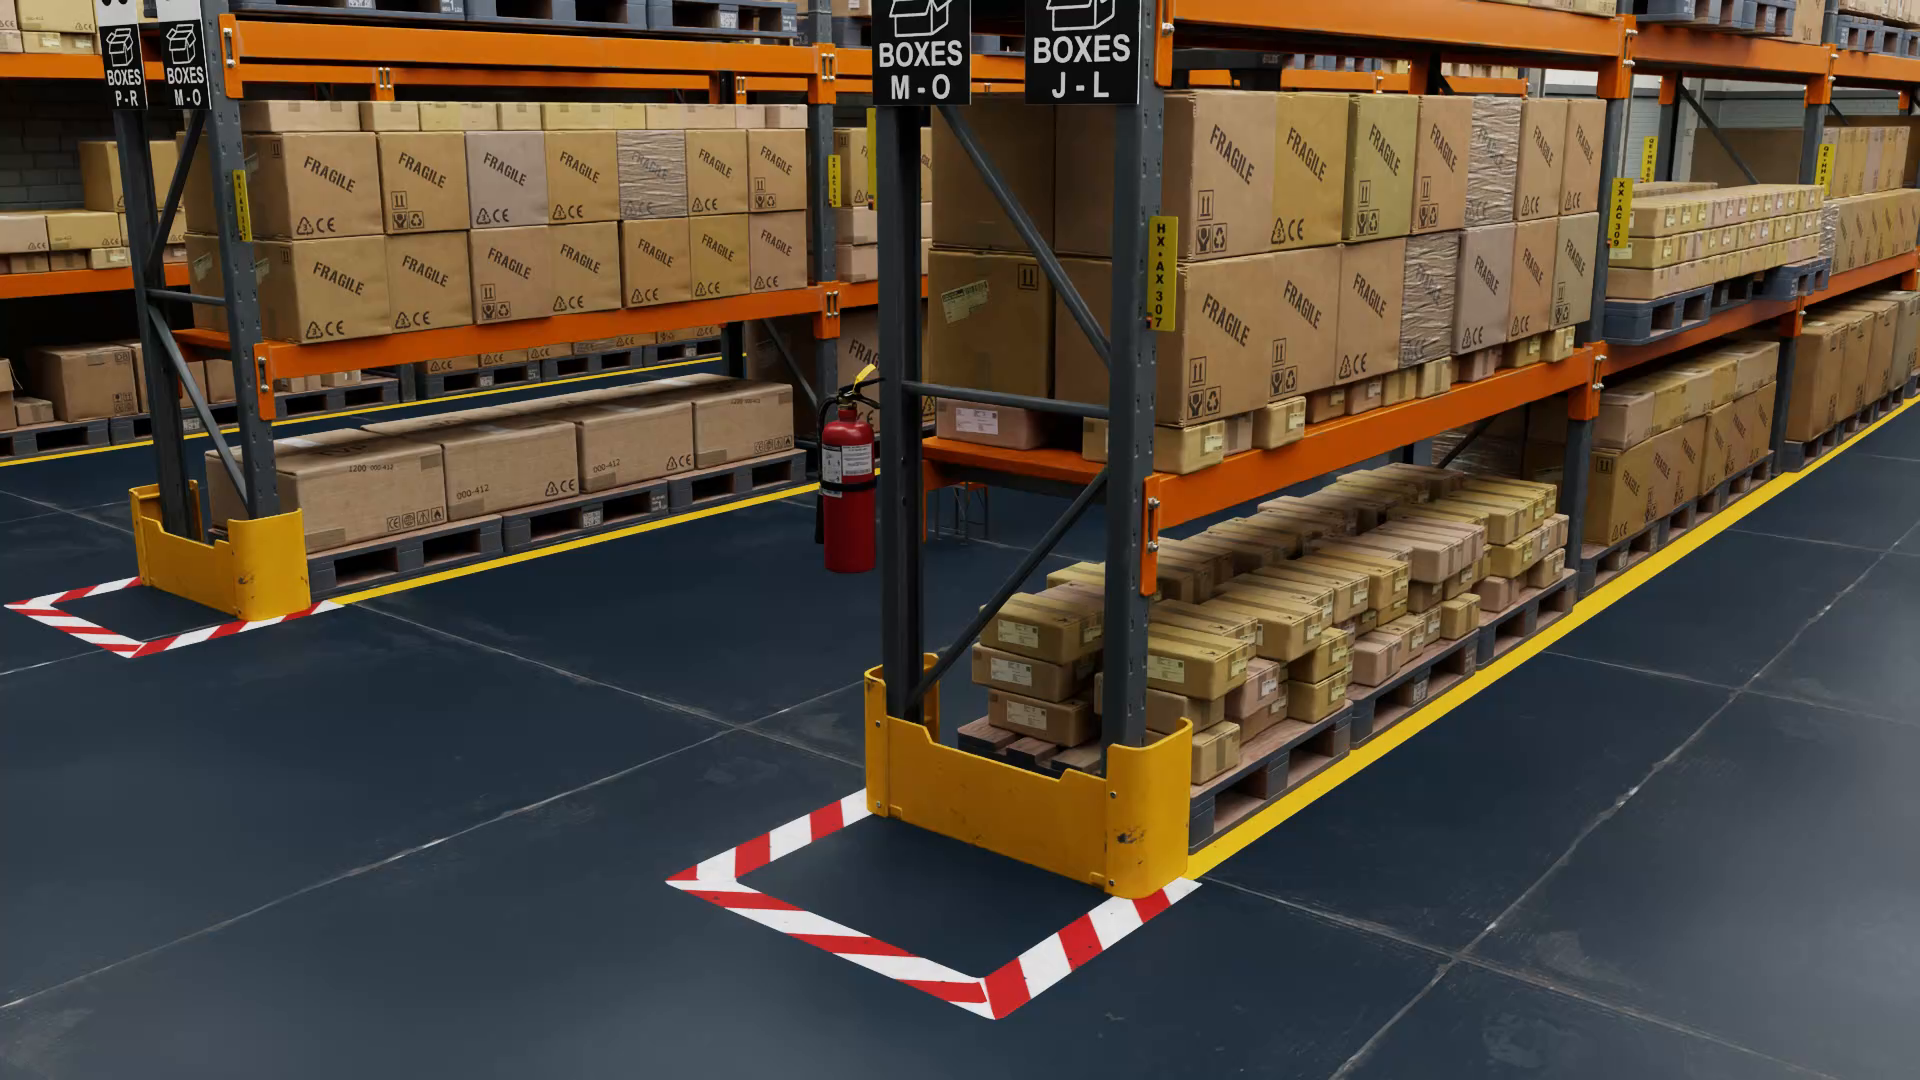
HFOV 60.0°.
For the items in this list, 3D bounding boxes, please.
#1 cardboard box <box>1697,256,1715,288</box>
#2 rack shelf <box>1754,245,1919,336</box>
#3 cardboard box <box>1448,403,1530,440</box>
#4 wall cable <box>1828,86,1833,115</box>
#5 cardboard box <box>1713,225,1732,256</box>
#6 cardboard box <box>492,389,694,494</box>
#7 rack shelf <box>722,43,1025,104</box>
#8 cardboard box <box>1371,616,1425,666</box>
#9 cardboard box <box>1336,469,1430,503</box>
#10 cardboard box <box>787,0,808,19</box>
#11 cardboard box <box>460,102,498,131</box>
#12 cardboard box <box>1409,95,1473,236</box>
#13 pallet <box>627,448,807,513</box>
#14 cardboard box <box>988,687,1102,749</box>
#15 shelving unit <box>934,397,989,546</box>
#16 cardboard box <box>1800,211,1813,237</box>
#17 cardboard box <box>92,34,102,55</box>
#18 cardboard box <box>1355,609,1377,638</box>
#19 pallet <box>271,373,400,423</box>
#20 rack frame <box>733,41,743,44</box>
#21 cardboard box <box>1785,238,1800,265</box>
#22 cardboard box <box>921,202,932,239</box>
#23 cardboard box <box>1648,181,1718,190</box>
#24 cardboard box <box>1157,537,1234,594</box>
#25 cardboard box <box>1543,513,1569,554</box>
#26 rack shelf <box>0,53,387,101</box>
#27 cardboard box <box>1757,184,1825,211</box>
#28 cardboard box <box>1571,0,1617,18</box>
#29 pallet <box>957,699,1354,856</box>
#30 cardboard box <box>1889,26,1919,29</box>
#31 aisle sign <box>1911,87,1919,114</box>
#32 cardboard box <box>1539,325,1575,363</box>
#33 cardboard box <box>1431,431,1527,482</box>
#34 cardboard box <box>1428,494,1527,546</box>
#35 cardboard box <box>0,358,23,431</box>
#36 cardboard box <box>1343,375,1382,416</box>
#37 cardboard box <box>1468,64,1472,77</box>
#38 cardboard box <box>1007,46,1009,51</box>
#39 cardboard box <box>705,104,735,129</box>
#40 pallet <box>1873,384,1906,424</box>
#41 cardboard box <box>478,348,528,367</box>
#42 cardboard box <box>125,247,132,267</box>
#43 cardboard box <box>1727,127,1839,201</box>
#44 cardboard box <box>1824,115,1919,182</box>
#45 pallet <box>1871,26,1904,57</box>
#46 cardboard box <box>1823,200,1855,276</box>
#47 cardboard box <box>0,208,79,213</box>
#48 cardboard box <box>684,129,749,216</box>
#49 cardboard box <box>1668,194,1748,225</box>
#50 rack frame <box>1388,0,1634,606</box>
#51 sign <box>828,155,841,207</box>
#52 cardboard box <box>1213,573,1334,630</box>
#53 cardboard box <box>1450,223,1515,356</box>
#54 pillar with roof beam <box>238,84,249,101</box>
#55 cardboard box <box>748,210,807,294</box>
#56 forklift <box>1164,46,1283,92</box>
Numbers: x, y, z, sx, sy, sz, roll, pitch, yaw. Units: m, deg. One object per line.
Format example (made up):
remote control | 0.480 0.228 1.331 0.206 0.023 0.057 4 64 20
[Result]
cardboard box | 3.765 -1.433 8.829 0.380 0.149 0.250 11 18 38
rack shelf | 6.442 -1.998 12.858 1.077 0.370 4.000 11 18 38
cardboard box | 2.943 -0.735 9.125 0.500 0.250 0.500 11 18 36
wall cable | 23.033 -12.524 46.951 3.097 2.526 0.112 11 18 38
cardboard box | 3.931 -1.629 8.998 0.380 0.149 0.250 12 19 40
cardboard box | -2.283 -0.631 10.366 0.875 0.438 0.875 11 18 36
rack shelf | 0.015 -3.433 12.412 1.077 0.370 4.000 11 18 38
cardboard box | 1.697 0.397 6.904 0.380 0.149 0.250 11 18 38
cardboard box | 2.074 -0.231 8.167 0.380 0.149 0.250 12 19 40
cardboard box | -0.852 -3.760 11.567 0.500 0.311 0.500 11 18 38
cardboard box | -2.681 -2.256 8.860 0.380 0.149 0.250 11 18 38
cardboard box | 1.620 -1.446 6.384 0.500 0.500 0.500 11 18 36
pallet | -1.781 -0.459 11.003 1.003 0.211 1.213 11 18 38
cardboard box | 0.326 0.613 6.054 0.380 0.149 0.250 12 18 38
shelving unit | 0.009 -0.584 9.486 0.258 1.200 0.189 11 18 38
cardboard box | 5.062 -1.973 10.352 0.380 0.149 0.250 12 19 40
cardboard box | -6.199 -3.582 12.047 0.380 0.149 0.250 11 18 38
cardboard box | 1.464 0.281 6.757 0.380 0.149 0.250 12 19 40
pallet | -5.538 -1.229 14.032 1.003 0.211 1.213 11 18 38
rack frame | -2.592 -6.386 16.483 1.000 3.000 0.127 11 18 38
cardboard box | 4.914 -1.783 10.209 0.380 0.149 0.250 12 18 38
cardboard box | -0.441 -2.259 11.712 0.500 0.250 0.500 12 18 38
cardboard box | 4.741 -2.275 10.934 0.380 0.149 0.250 11 18 38
cardboard box | 0.897 0.109 6.830 0.380 0.149 0.250 12 19 40
cardboard box | 2.721 -0.054 8.078 0.380 0.149 0.250 12 18 39
rack shelf | -6.363 -3.434 12.418 1.077 0.370 4.000 11 18 38
cardboard box | 5.234 -2.169 10.519 0.380 0.149 0.250 10 18 35
cardboard box | 2.573 -2.443 7.361 0.500 0.250 0.500 12 18 39
pallet | 0.743 0.755 6.222 1.003 0.211 1.213 11 18 38
cardboard box | 7.380 -4.203 13.232 0.500 0.250 0.500 11 18 38
aisle sign | 10.025 -4.816 17.208 0.394 0.787 0.004 11 18 38
cardboard box | 2.597 -0.919 7.658 0.380 0.149 0.250 11 18 36
cardboard box | 2.940 -0.371 9.214 0.500 0.500 0.500 11 18 36
cardboard box | 2.369 -0.096 7.637 0.380 0.149 0.250 11 18 37
cardboard box | -7.161 -1.042 11.850 0.797 0.503 0.637 10 18 35
cardboard box | 1.377 -0.582 6.331 0.380 0.149 0.250 11 18 36
cardboard box | 5.466 -5.222 18.505 0.380 0.149 0.250 11 18 36
cardboard box | 0.441 -5.867 19.988 0.380 0.149 0.250 12 18 39
cardboard box | -1.603 -2.604 10.229 0.380 0.149 0.250 11 18 38
pallet | 7.273 -1.219 13.993 1.003 0.211 1.213 11 18 38
cardboard box | -4.299 -1.865 15.097 0.500 0.500 0.500 11 18 37
cardboard box | -6.202 -2.137 12.454 0.380 0.149 0.250 12 18 39
cardboard box | 5.792 -2.678 11.841 0.700 0.500 0.500 11 18 37
cardboard box | 7.958 -3.391 14.383 0.875 0.550 0.550 11 18 38
pallet | 6.249 -3.672 12.278 1.003 0.211 1.213 12 19 40
cardboard box | 5.995 -2.154 11.808 0.500 0.500 0.500 11 18 37
cardboard box | -6.897 -2.339 12.439 0.500 0.250 0.500 12 19 39
cardboard box | -1.649 -2.249 10.148 0.500 0.500 0.500 11 18 37
cardboard box | 4.088 -1.820 9.144 0.380 0.149 0.250 12 19 40
rack frame | 2.671 -1.198 8.246 1.000 3.000 0.127 11 18 38
sign | -0.810 -2.317 10.732 0.100 0.325 0.005 11 18 38
cardboard box | 1.180 0.250 6.275 0.380 0.149 0.250 10 17 35
cardboard box | 1.946 -1.060 6.895 0.500 0.500 0.500 11 18 37
pillar with roof beam | -2.896 -4.960 10.869 9.100 9.000 0.400 11 18 38
cardboard box | -1.335 -1.865 10.668 0.500 0.500 0.500 11 18 38
forklift | 1.973 -1.976 11.449 1.130 2.935 3.031 12 19 40
